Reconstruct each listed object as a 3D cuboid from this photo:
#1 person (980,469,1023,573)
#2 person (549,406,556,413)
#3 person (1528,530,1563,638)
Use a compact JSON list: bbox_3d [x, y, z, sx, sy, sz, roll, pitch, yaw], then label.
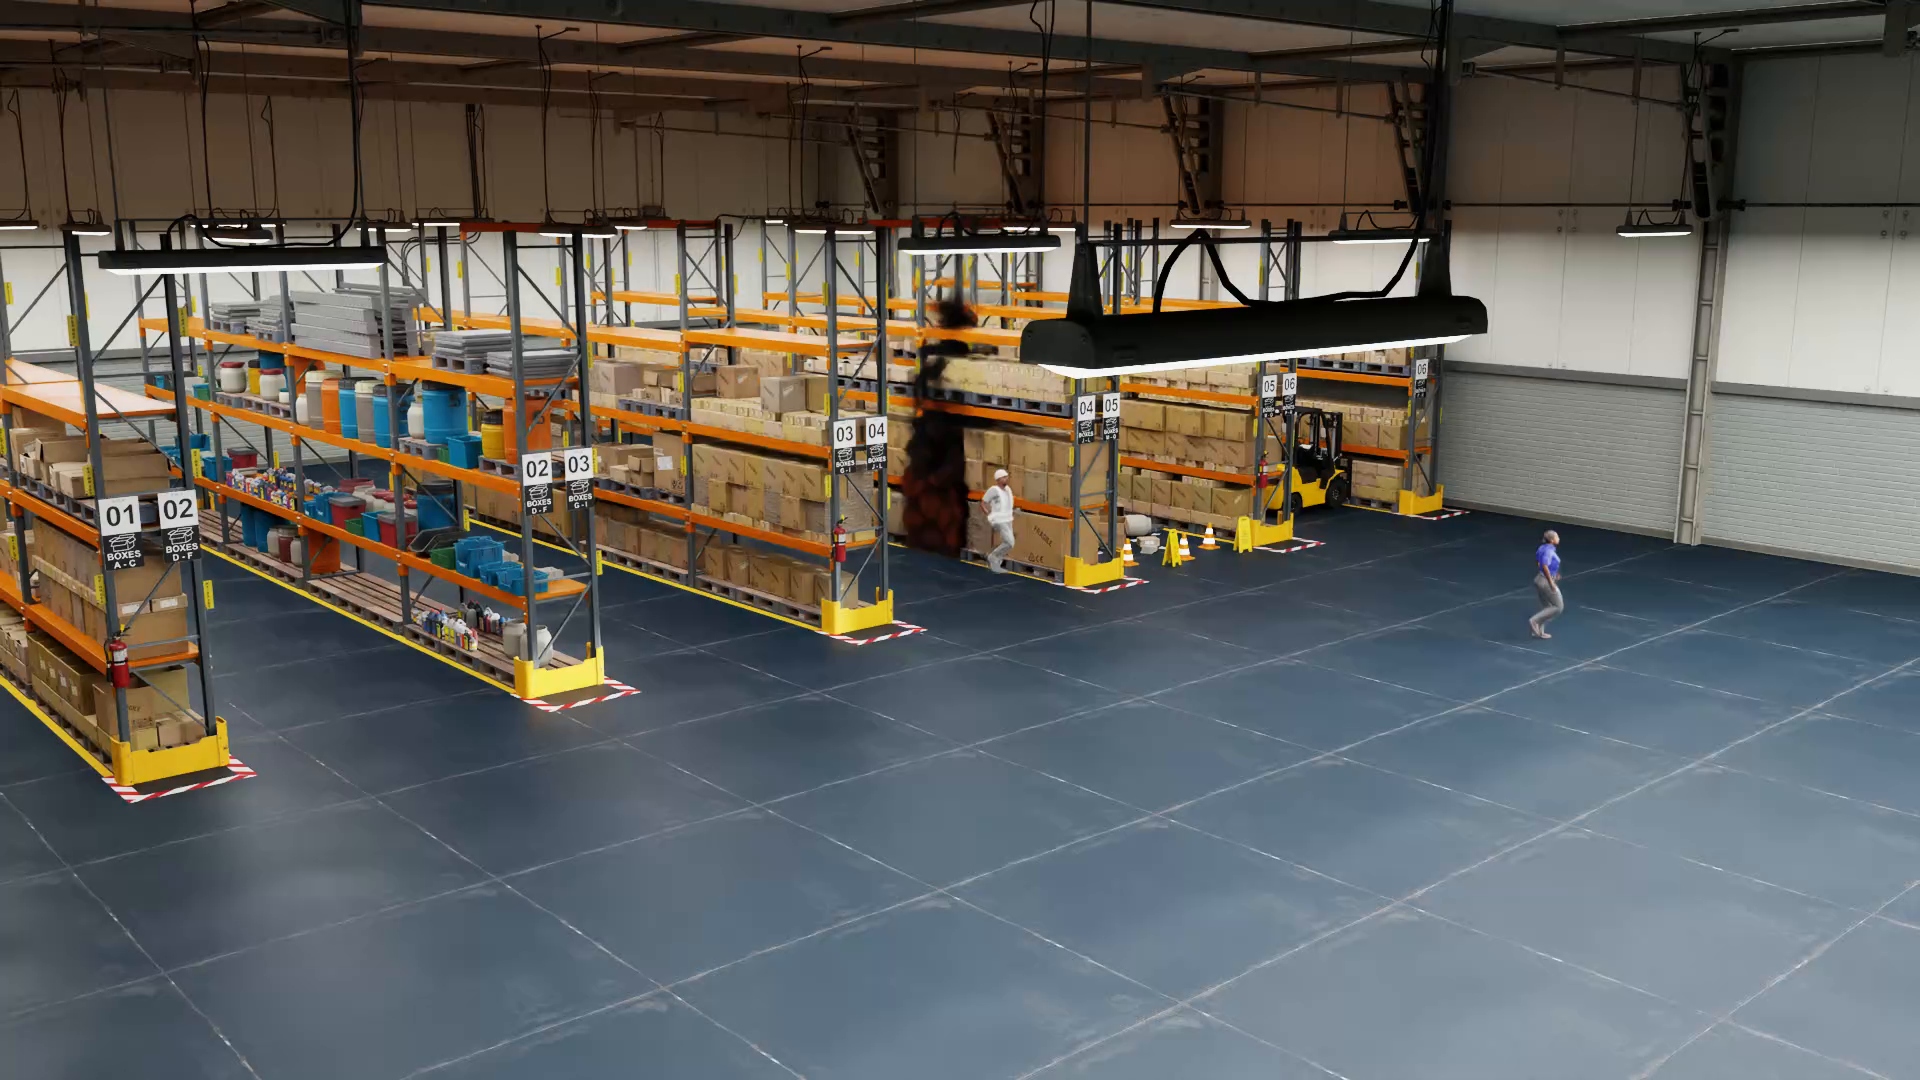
[{"bbox_3d":[0.732,-0.295,27.449,0.580,1.751,0.680,7,13,31],"label":"person"},{"bbox_3d":[-9.641,-2.333,38.889,0.758,1.772,0.891,-2,12,-12],"label":"person"},{"bbox_3d":[8.670,0.651,24.579,0.552,1.625,0.591,0,11,-2],"label":"person"}]
